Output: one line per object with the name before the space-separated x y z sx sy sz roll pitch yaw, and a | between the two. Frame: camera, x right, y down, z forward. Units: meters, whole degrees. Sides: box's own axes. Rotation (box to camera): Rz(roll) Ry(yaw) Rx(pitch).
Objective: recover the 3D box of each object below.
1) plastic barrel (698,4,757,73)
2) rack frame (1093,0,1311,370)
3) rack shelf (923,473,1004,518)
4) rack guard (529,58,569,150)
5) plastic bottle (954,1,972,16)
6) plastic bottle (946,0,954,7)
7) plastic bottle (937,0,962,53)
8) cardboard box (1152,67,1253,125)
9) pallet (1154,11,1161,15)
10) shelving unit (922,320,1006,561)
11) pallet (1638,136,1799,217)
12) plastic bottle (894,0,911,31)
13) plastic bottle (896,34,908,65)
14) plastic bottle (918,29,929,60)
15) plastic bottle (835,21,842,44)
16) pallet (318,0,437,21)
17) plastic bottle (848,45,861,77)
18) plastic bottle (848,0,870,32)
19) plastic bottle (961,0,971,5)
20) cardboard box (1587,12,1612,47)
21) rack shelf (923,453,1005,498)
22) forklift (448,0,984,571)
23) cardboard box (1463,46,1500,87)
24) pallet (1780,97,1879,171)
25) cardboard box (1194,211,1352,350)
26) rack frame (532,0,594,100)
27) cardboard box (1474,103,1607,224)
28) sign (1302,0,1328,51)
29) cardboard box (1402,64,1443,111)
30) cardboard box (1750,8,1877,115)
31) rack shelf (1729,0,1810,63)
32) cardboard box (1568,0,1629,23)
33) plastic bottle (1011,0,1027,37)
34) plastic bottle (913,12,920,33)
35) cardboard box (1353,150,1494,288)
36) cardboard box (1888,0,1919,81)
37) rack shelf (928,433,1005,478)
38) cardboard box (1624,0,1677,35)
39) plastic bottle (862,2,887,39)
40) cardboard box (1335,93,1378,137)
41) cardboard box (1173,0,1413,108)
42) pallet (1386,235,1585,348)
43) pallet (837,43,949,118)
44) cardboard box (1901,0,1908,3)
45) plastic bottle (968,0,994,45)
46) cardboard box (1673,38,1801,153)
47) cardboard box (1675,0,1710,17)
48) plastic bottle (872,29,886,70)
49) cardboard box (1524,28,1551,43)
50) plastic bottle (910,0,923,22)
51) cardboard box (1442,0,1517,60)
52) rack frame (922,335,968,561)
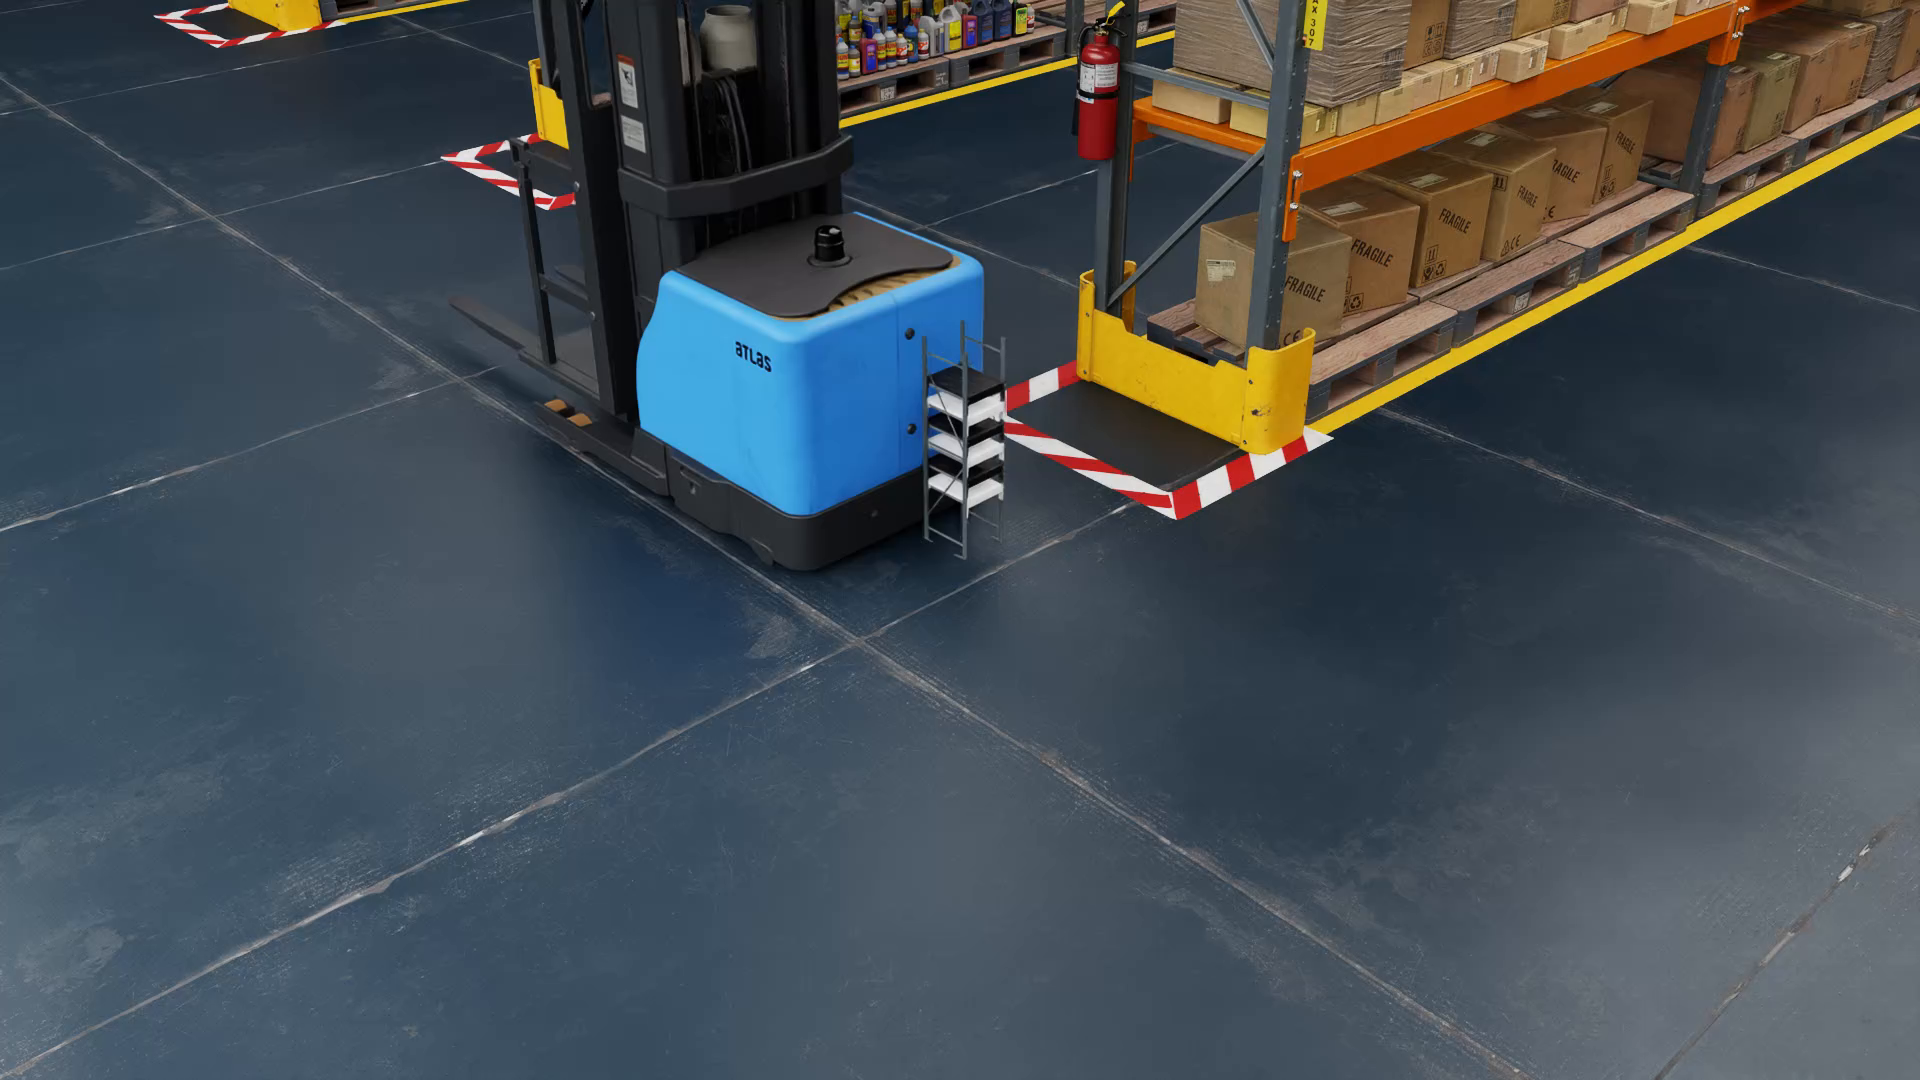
plastic barrel | -1.565 -3.353 11.340 0.421 0.512 0.421 0 31 0
rack frame | 1.004 -1.900 6.981 0.127 3.000 1.000 -26 40 -35
rack shelf | 0.014 -0.201 6.625 0.200 0.077 0.258 -27 41 -37
rack guard | -2.340 -2.773 10.806 0.348 0.500 1.175 -26 40 -35
plastic bottle | 0.034 -3.880 12.409 0.135 0.276 0.152 -26 40 -35
plastic bottle | -0.108 -4.131 12.813 0.133 0.283 0.061 -26 40 -35
plastic bottle | -0.084 -3.749 12.124 0.185 0.351 0.144 -26 40 -36
cardboard box | 1.073 -1.973 7.341 0.250 0.149 0.380 -26 40 -35
pallet | 2.014 -4.752 14.319 1.213 0.211 1.003 -26 40 -35
shelving unit | 0.014 -0.383 6.514 0.210 0.900 0.258 -27 41 -37
pallet | 4.507 -2.406 10.482 1.213 0.211 1.003 -26 40 -35
plastic bottle | -0.443 -4.076 12.658 0.144 0.351 0.185 27 41 37
plastic bottle | -0.425 -3.504 11.866 0.097 0.201 0.097 0 31 0
plastic bottle | -0.274 -3.577 11.985 0.097 0.201 0.097 0 31 0
plastic bottle | -0.911 -3.694 12.177 0.097 0.201 0.097 0 31 0
pallet | -5.196 -4.788 14.378 1.213 0.211 1.003 -26 40 -35
plastic bottle | -0.746 -3.349 11.612 0.097 0.201 0.097 0 31 0
plastic bottle | -0.754 -3.925 12.412 0.185 0.351 0.144 -26 40 -36
plastic bottle | 0.038 -4.292 13.087 0.097 0.271 0.097 0 31 0
cardboard box | 3.029 -2.598 8.365 0.250 0.149 0.380 -26 40 -35
rack shelf | 0.014 -0.278 6.578 0.200 0.077 0.258 -27 41 -37
forklift | -1.269 -1.807 6.896 1.130 2.935 3.031 -26 40 -36
cardboard box | 2.287 -2.248 7.792 0.250 0.149 0.380 -26 40 -35
pallet | 5.402 -2.841 11.193 1.213 0.211 1.003 -26 40 -35
cardboard box | 1.474 -1.228 7.876 0.500 0.500 0.500 -18 36 -27
rack frame | -2.363 -3.794 10.080 0.127 3.000 1.000 -26 40 -35
cardboard box | 3.202 -2.099 9.300 0.500 0.500 0.500 -13 34 -21
sign | 1.373 -2.062 6.416 0.005 0.325 0.100 -26 40 -35
cardboard box | 1.935 -2.063 7.490 0.250 0.149 0.380 -26 40 -35
cardboard box | 5.584 -3.208 11.095 0.500 0.500 0.700 -22 38 -32
rack shelf | 5.404 -3.721 10.649 4.000 0.370 1.077 -26 40 -35
cardboard box | 2.877 -2.972 8.355 0.500 0.500 0.875 -26 40 -35
plastic bottle | 0.441 -3.945 12.509 0.133 0.283 0.061 -24 39 -33
plastic bottle | -0.279 -3.705 12.116 0.133 0.283 0.061 -26 40 -35
cardboard box | 2.361 -1.667 8.595 0.500 0.500 0.500 -22 38 -31
cardboard box | 6.393 -3.613 11.758 0.700 0.500 0.500 27 40 36
rack shelf | 0.014 -0.355 6.532 0.200 0.077 0.258 -27 41 -37
cardboard box | 3.458 -2.741 8.597 0.250 0.149 0.380 -26 40 -35
plastic bottle | -0.635 -3.846 12.353 0.135 0.276 0.152 -26 40 -35
cardboard box | 1.572 -1.884 7.196 0.250 0.149 0.380 -26 40 -35
cardboard box | 1.426 -2.254 7.180 0.500 0.500 0.875 -26 40 -35
pallet | 2.574 -1.442 8.906 1.213 0.211 1.003 -26 40 -35
pallet | -0.846 -3.366 12.053 1.213 0.211 1.003 -26 40 -35
cardboard box | 6.400 -3.929 11.556 0.500 0.250 0.500 -24 39 -34
plastic bottle | 0.153 -3.864 12.311 0.144 0.351 0.185 27 40 37
cardboard box | 4.765 -2.811 10.447 0.500 0.500 0.700 -26 40 -36
cardboard box | 3.790 -2.938 8.920 0.250 0.149 0.380 -26 40 -35
plastic bottle | -0.571 -3.464 11.732 0.097 0.271 0.097 0 31 0
cardboard box | 2.634 -2.437 8.101 0.250 0.149 0.380 -26 40 -35
plastic bottle | -0.328 -4.012 12.629 0.097 0.271 0.097 0 31 0
cardboard box | 2.107 -2.638 7.808 0.500 0.500 0.875 -26 40 -35
rack frame | -0.058 -0.346 6.453 0.006 0.900 0.240 -27 41 -37
